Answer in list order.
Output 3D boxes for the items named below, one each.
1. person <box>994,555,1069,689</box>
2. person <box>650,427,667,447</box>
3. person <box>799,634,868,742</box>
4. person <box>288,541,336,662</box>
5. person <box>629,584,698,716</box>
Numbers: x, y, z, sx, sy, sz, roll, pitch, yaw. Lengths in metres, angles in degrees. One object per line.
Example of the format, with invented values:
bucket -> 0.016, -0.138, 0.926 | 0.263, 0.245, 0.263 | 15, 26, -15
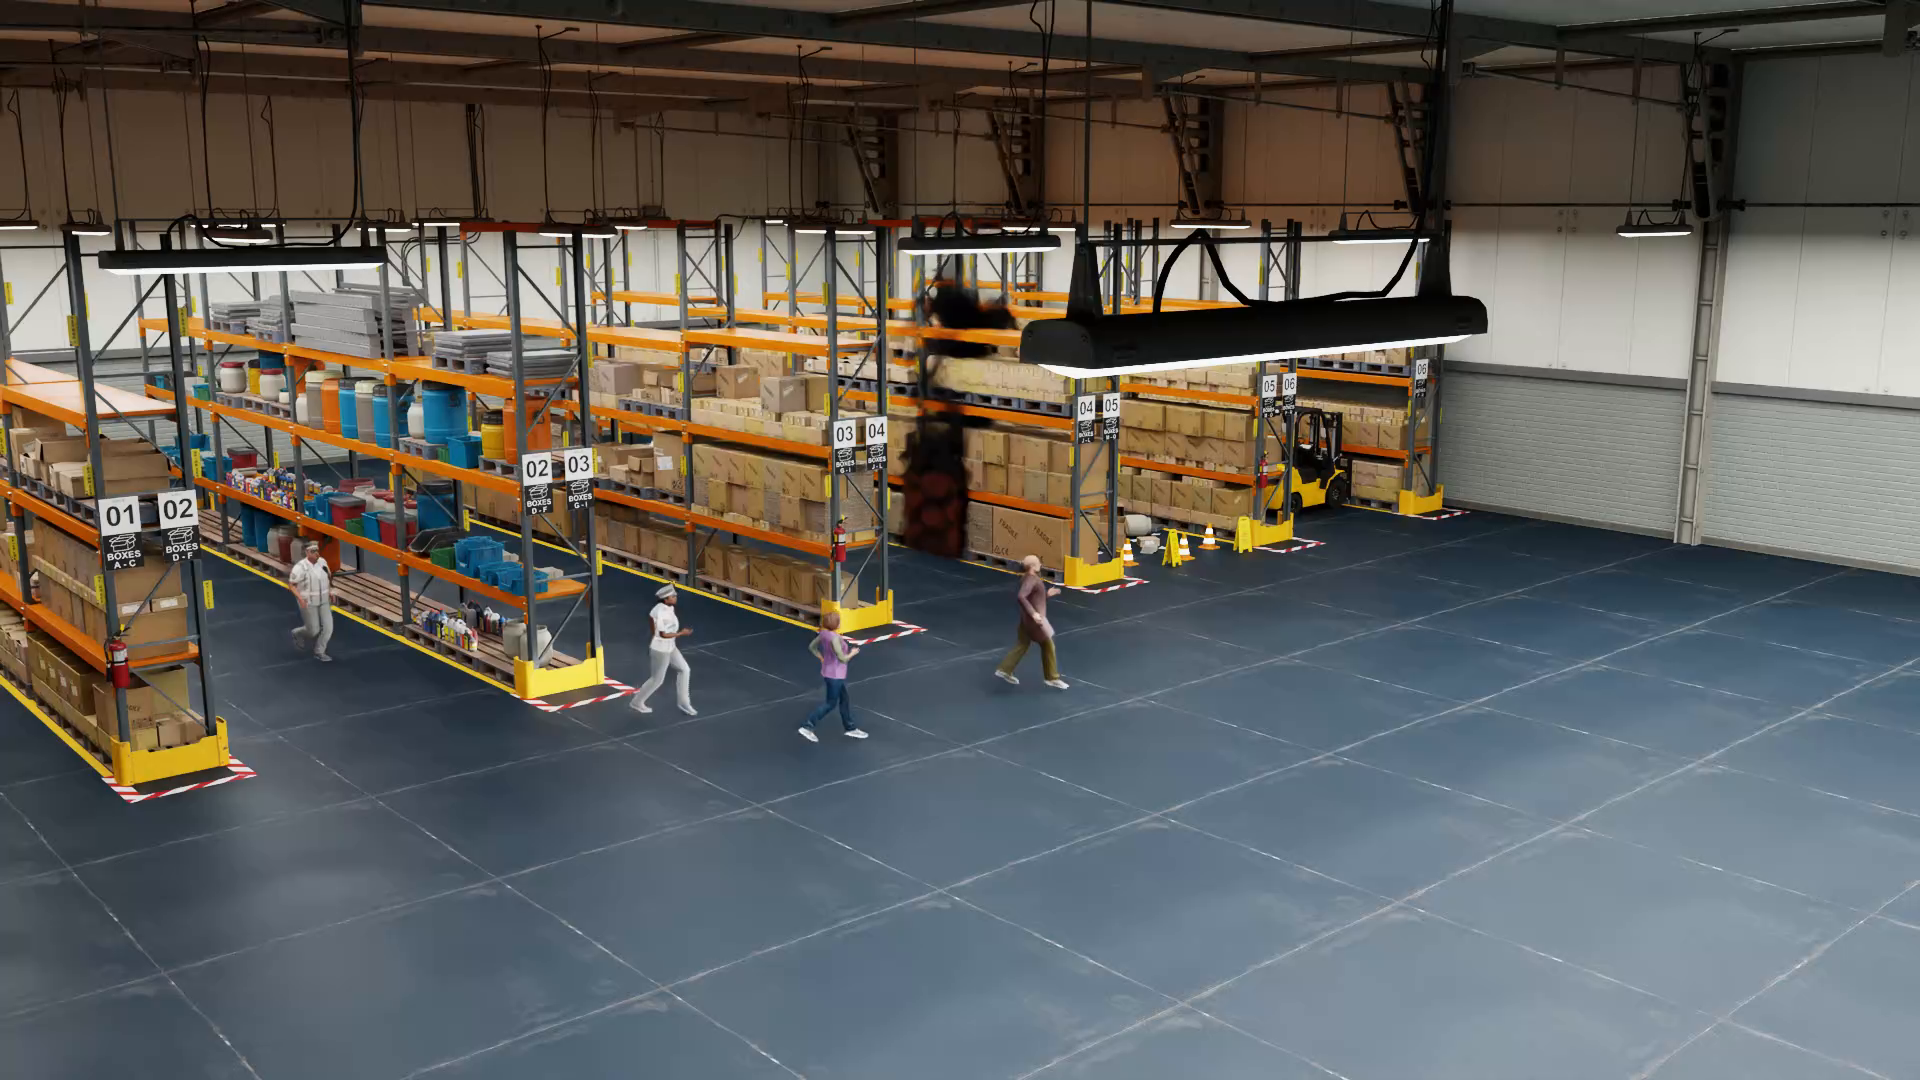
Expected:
person -> 0.948, 1.063, 21.875 | 0.991, 1.757, 0.687 | -3, 12, -15
person -> -6.181, -1.509, 34.969 | 0.704, 1.737, 0.630 | -8, 14, -35
person -> -1.507, 1.746, 19.697 | 0.883, 1.346, 0.534 | -4, 12, -20
person -> -9.127, 0.835, 23.400 | 0.652, 1.733, 0.650 | 9, 14, 37
person -> -3.729, 1.397, 20.775 | 0.839, 1.727, 0.596 | 0, 11, -1
